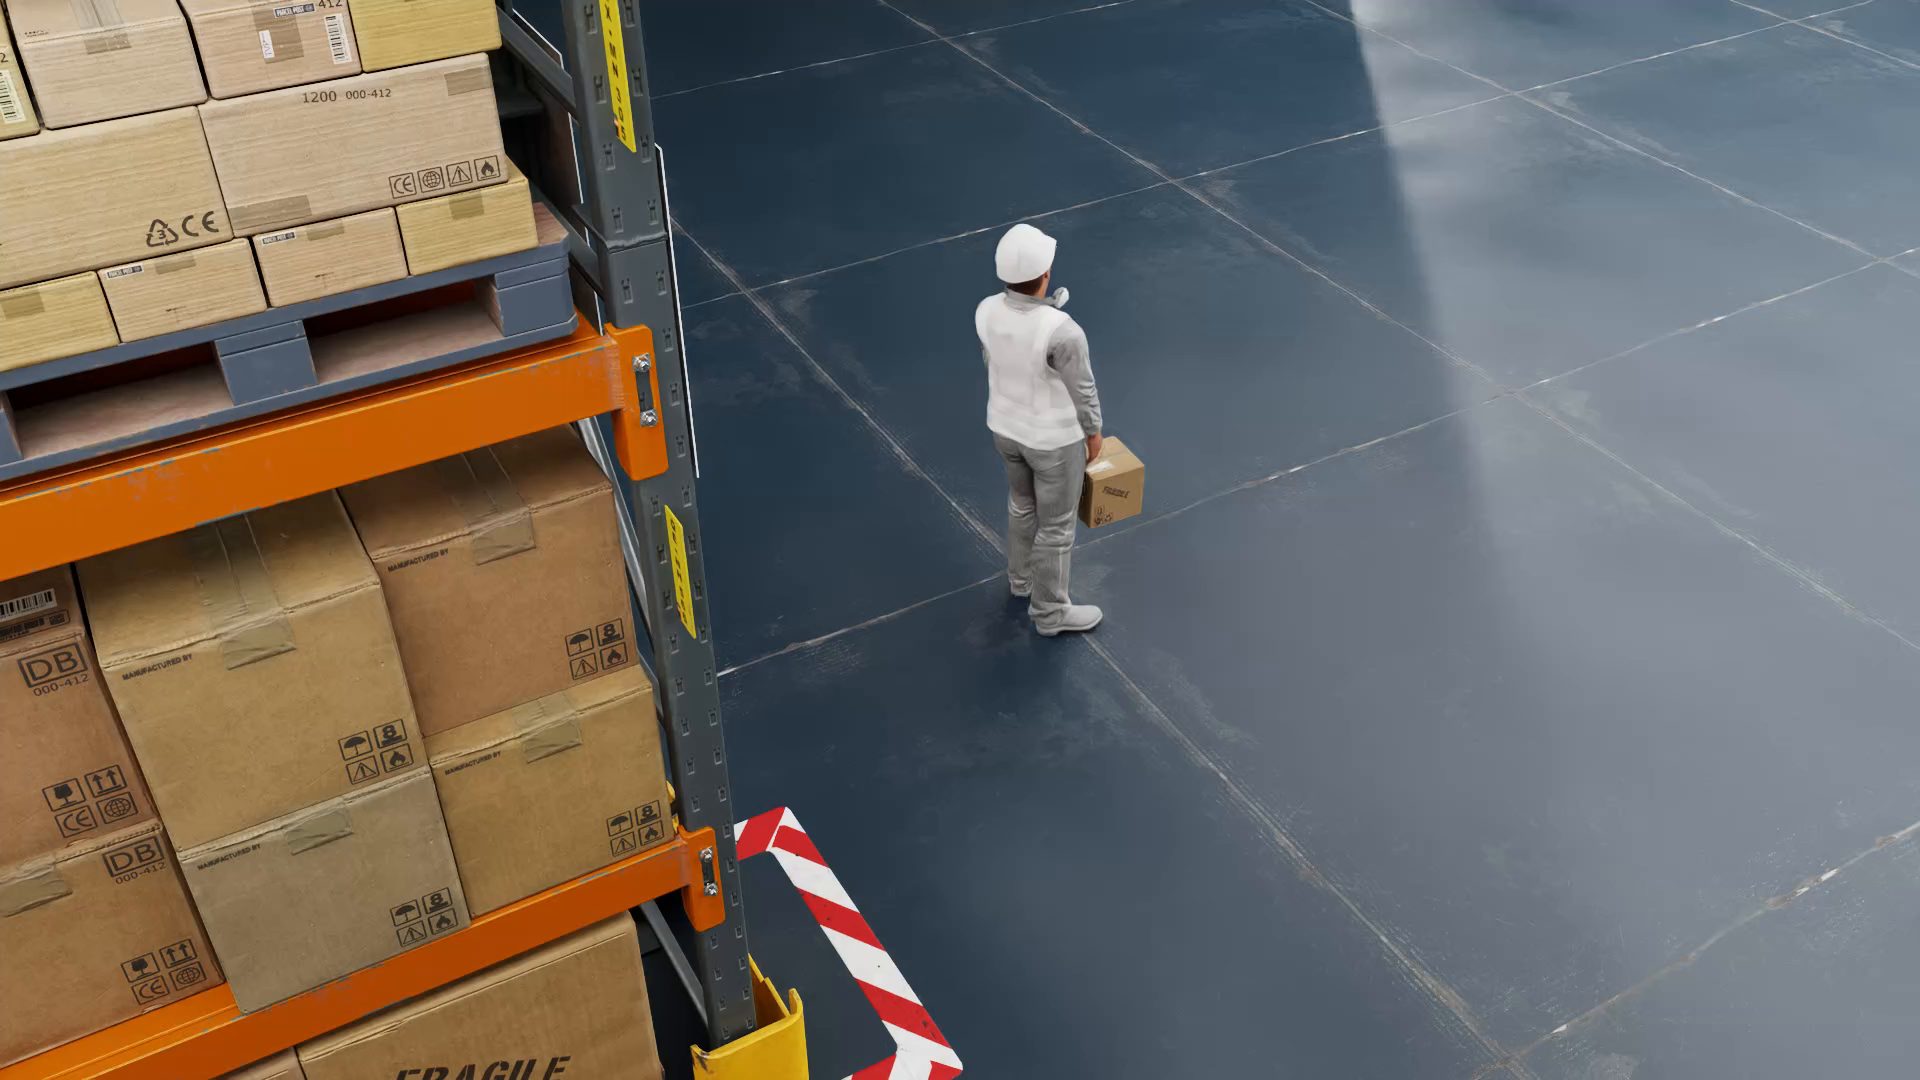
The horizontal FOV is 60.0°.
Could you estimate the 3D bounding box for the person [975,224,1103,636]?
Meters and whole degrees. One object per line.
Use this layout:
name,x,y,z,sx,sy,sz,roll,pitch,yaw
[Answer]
person,0.355,-0.454,6.743,0.614,1.768,0.438,28,45,32
